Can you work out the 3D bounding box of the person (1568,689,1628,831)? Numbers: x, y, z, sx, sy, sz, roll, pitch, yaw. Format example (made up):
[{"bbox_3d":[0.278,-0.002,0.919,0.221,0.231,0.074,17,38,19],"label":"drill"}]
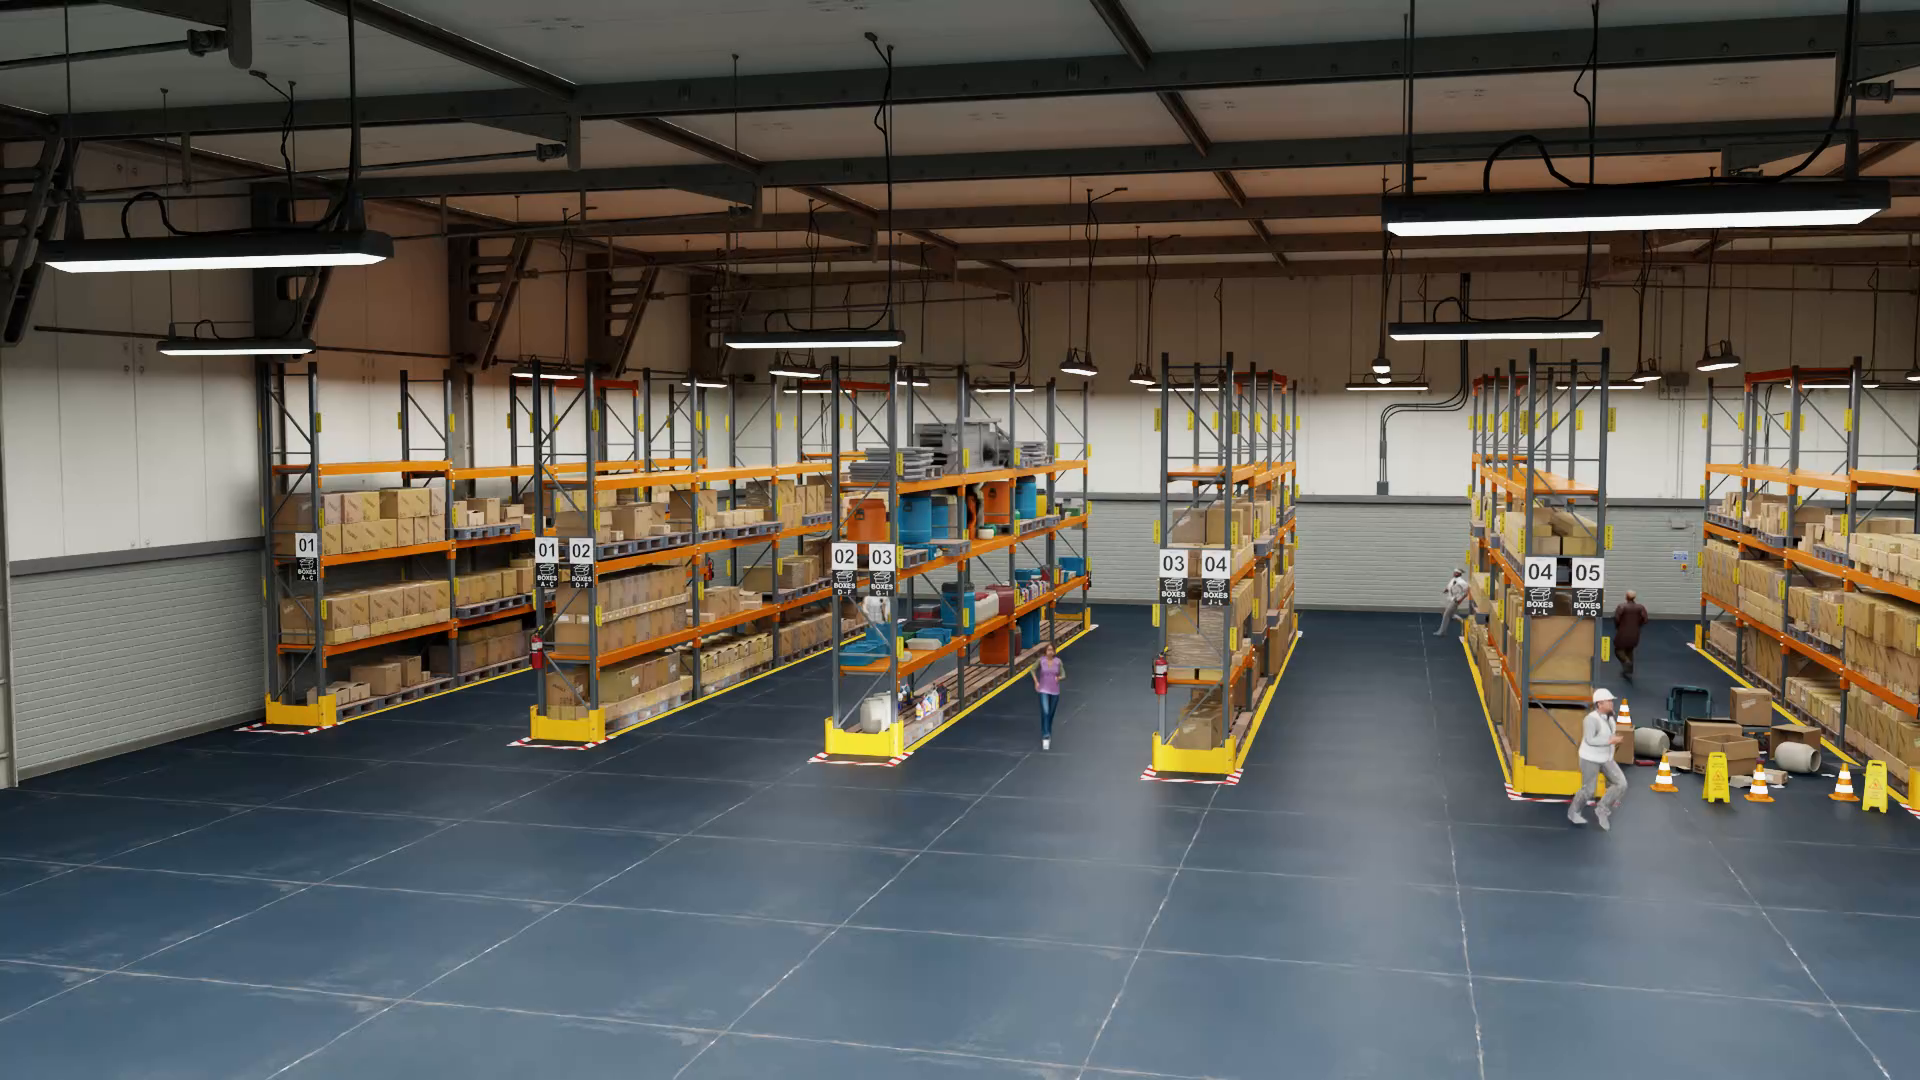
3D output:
[{"bbox_3d":[7.824,2.684,20.385,0.682,1.761,0.806,-3,5,-36],"label":"person"}]

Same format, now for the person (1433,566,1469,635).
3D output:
[{"bbox_3d":[11.563,1.422,38.954,0.875,1.647,0.638,0,4,-1],"label":"person"}]

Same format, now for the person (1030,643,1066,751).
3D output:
[{"bbox_3d":[1.372,2.398,25.690,0.520,1.644,0.733,-1,4,-8],"label":"person"}]

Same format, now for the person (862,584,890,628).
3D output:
[{"bbox_3d":[-1.755,1.718,34.634,0.562,1.719,0.857,1,4,10],"label":"person"}]

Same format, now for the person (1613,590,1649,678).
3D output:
[{"bbox_3d":[13.129,1.837,32.666,0.706,1.726,0.662,0,4,1],"label":"person"}]
